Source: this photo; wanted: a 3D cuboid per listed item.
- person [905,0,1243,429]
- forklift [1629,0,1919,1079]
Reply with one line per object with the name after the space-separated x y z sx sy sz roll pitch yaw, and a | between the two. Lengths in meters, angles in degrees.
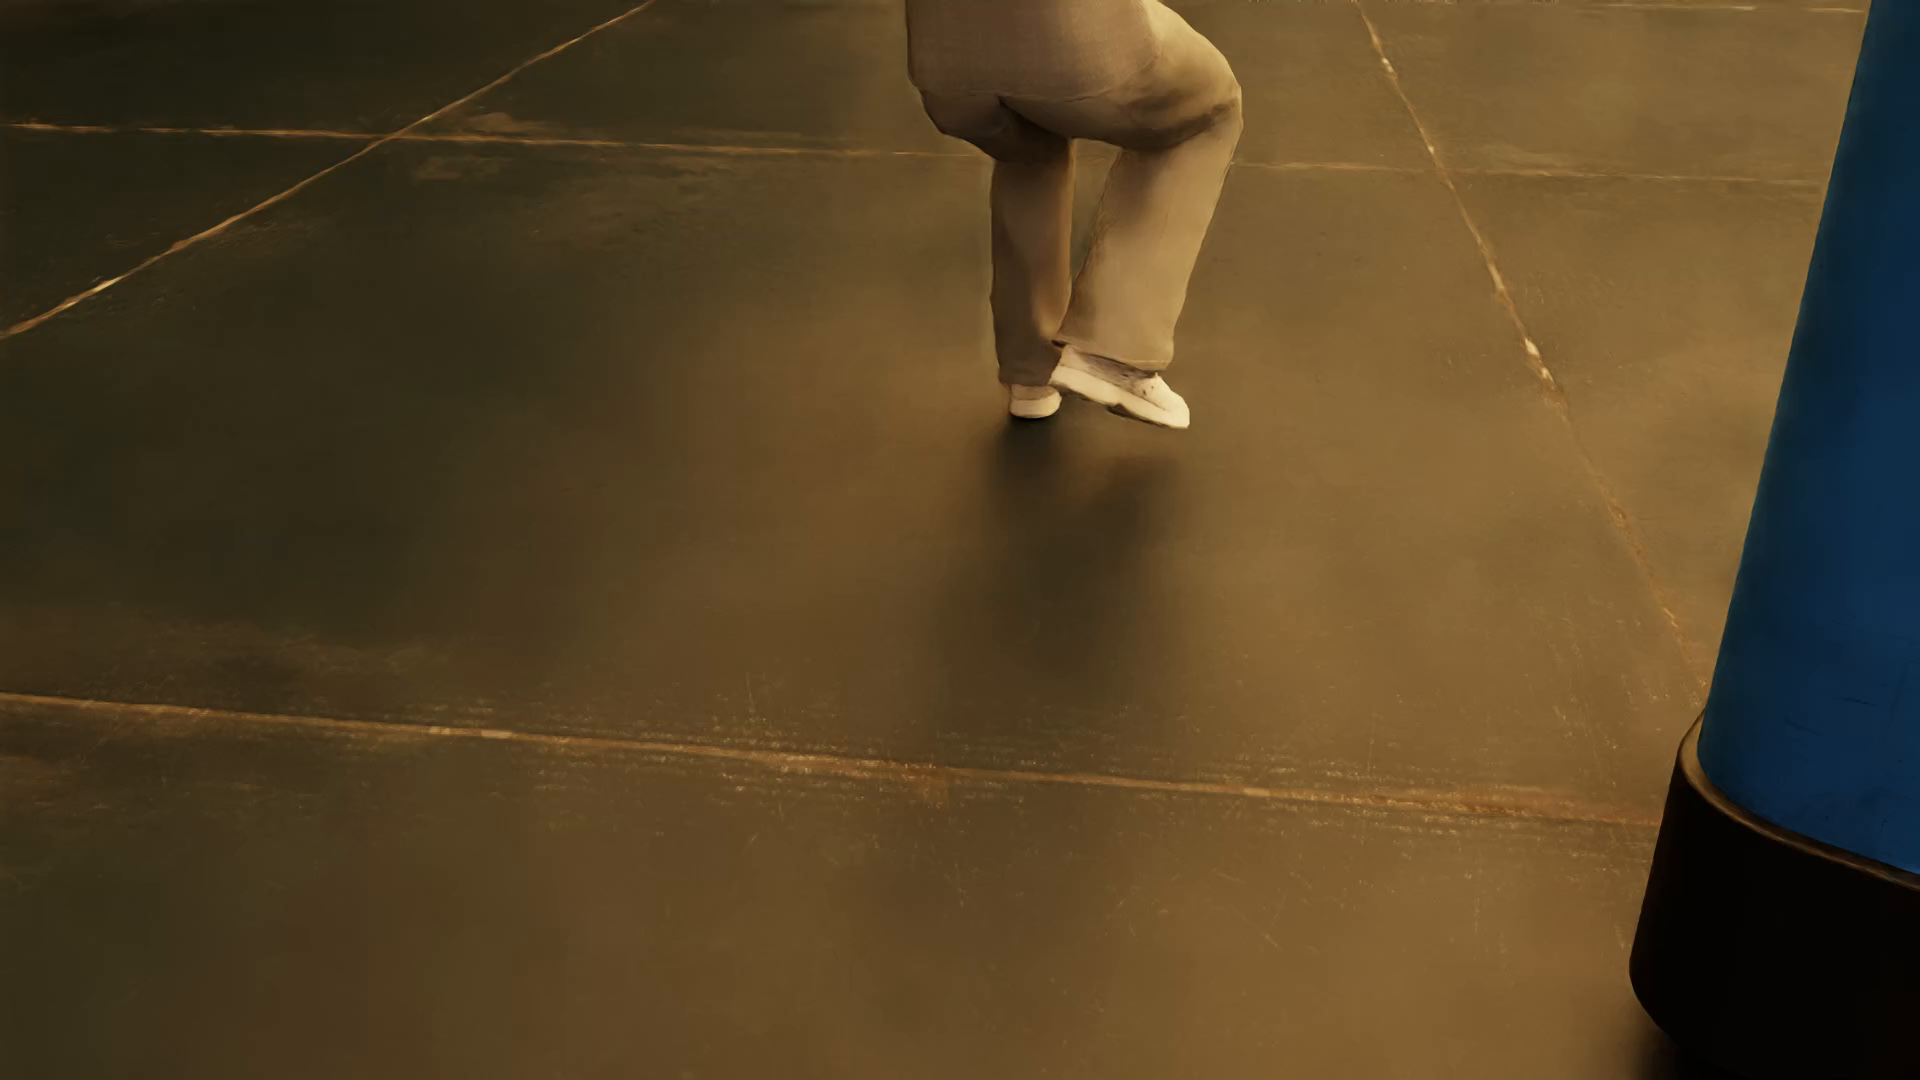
0.155 -0.815 2.476 1.082 1.481 0.800 12 29 23 | person
2.083 -0.589 0.397 3.031 2.935 1.130 19 32 34 | forklift
